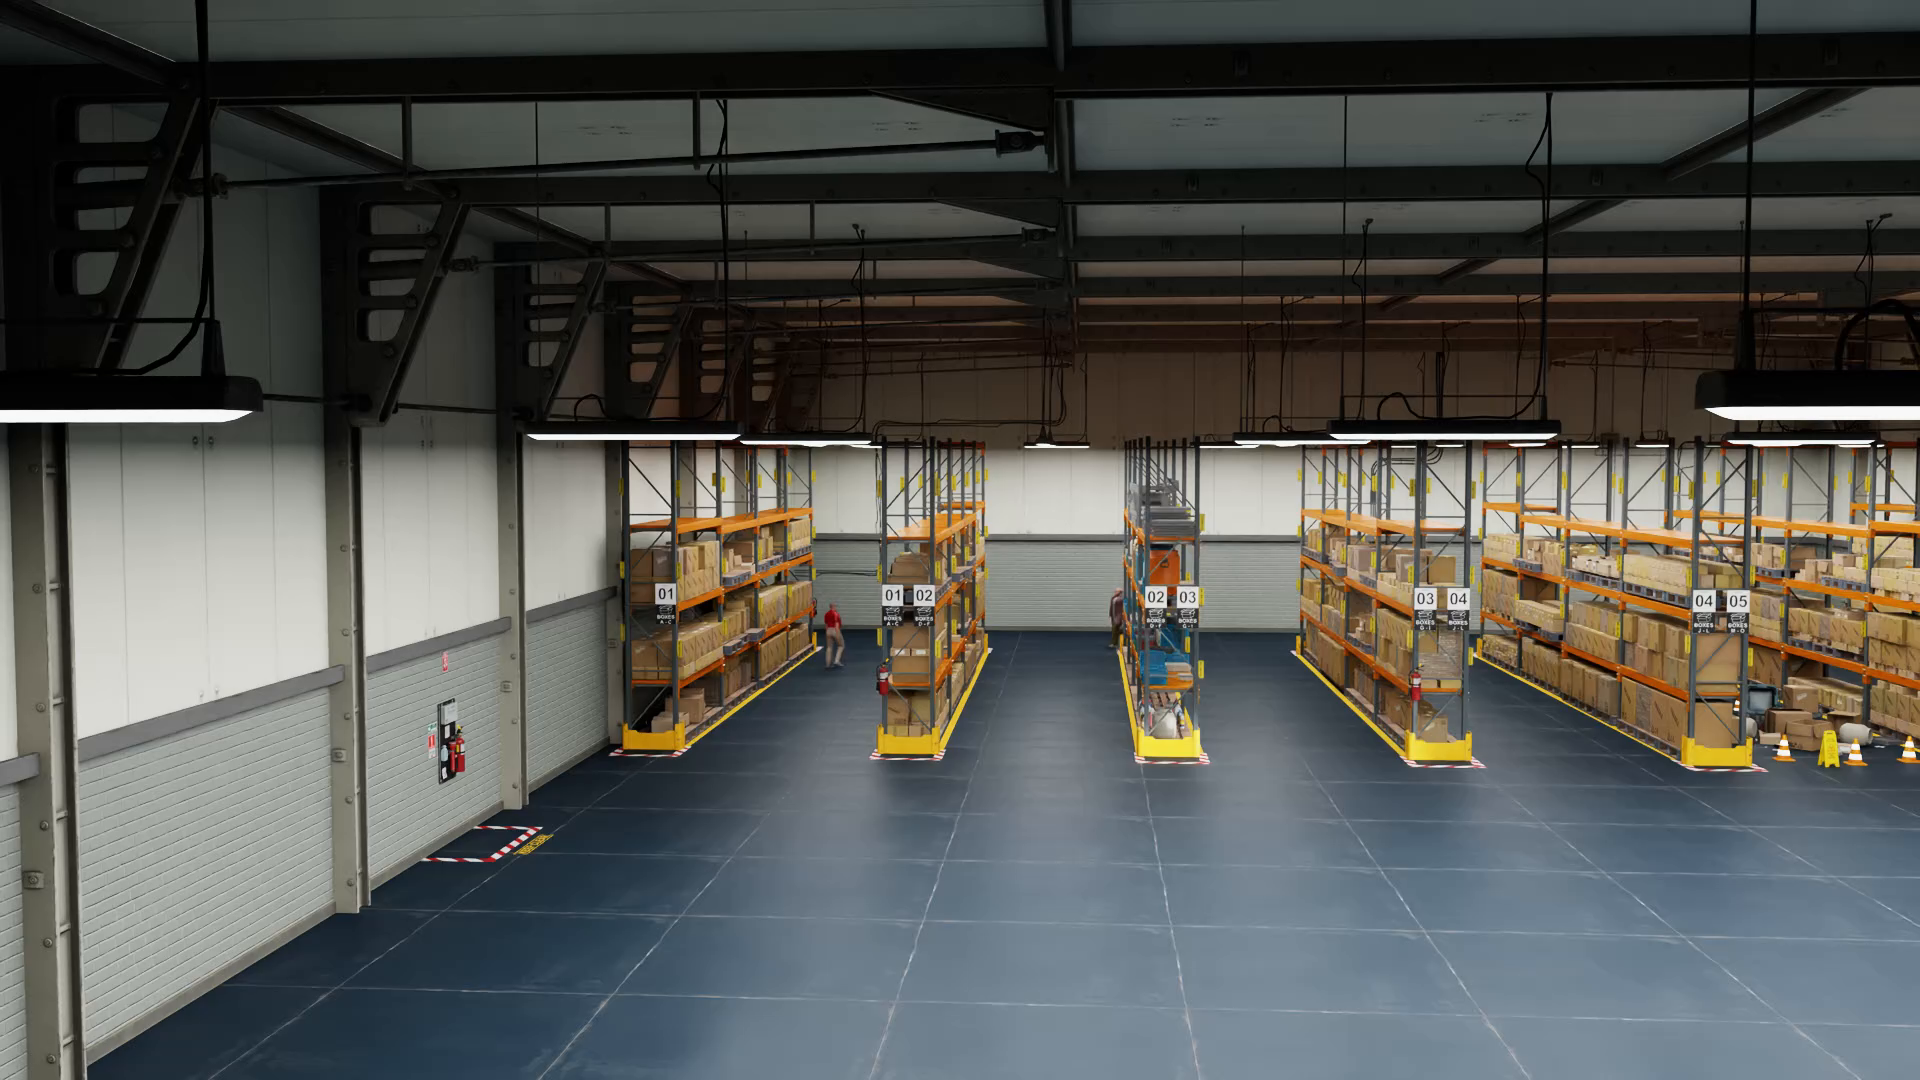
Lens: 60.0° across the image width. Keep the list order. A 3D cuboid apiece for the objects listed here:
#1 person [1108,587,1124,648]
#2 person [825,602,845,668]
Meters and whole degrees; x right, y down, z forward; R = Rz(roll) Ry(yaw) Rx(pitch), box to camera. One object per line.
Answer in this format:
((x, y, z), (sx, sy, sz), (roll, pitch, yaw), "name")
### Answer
((4.626, 2.247, 48.404), (0.945, 1.748, 0.596), (-2, 4, -33), "person")
((-3.367, 2.522, 43.984), (0.564, 1.748, 0.539), (2, 3, 28), "person")
